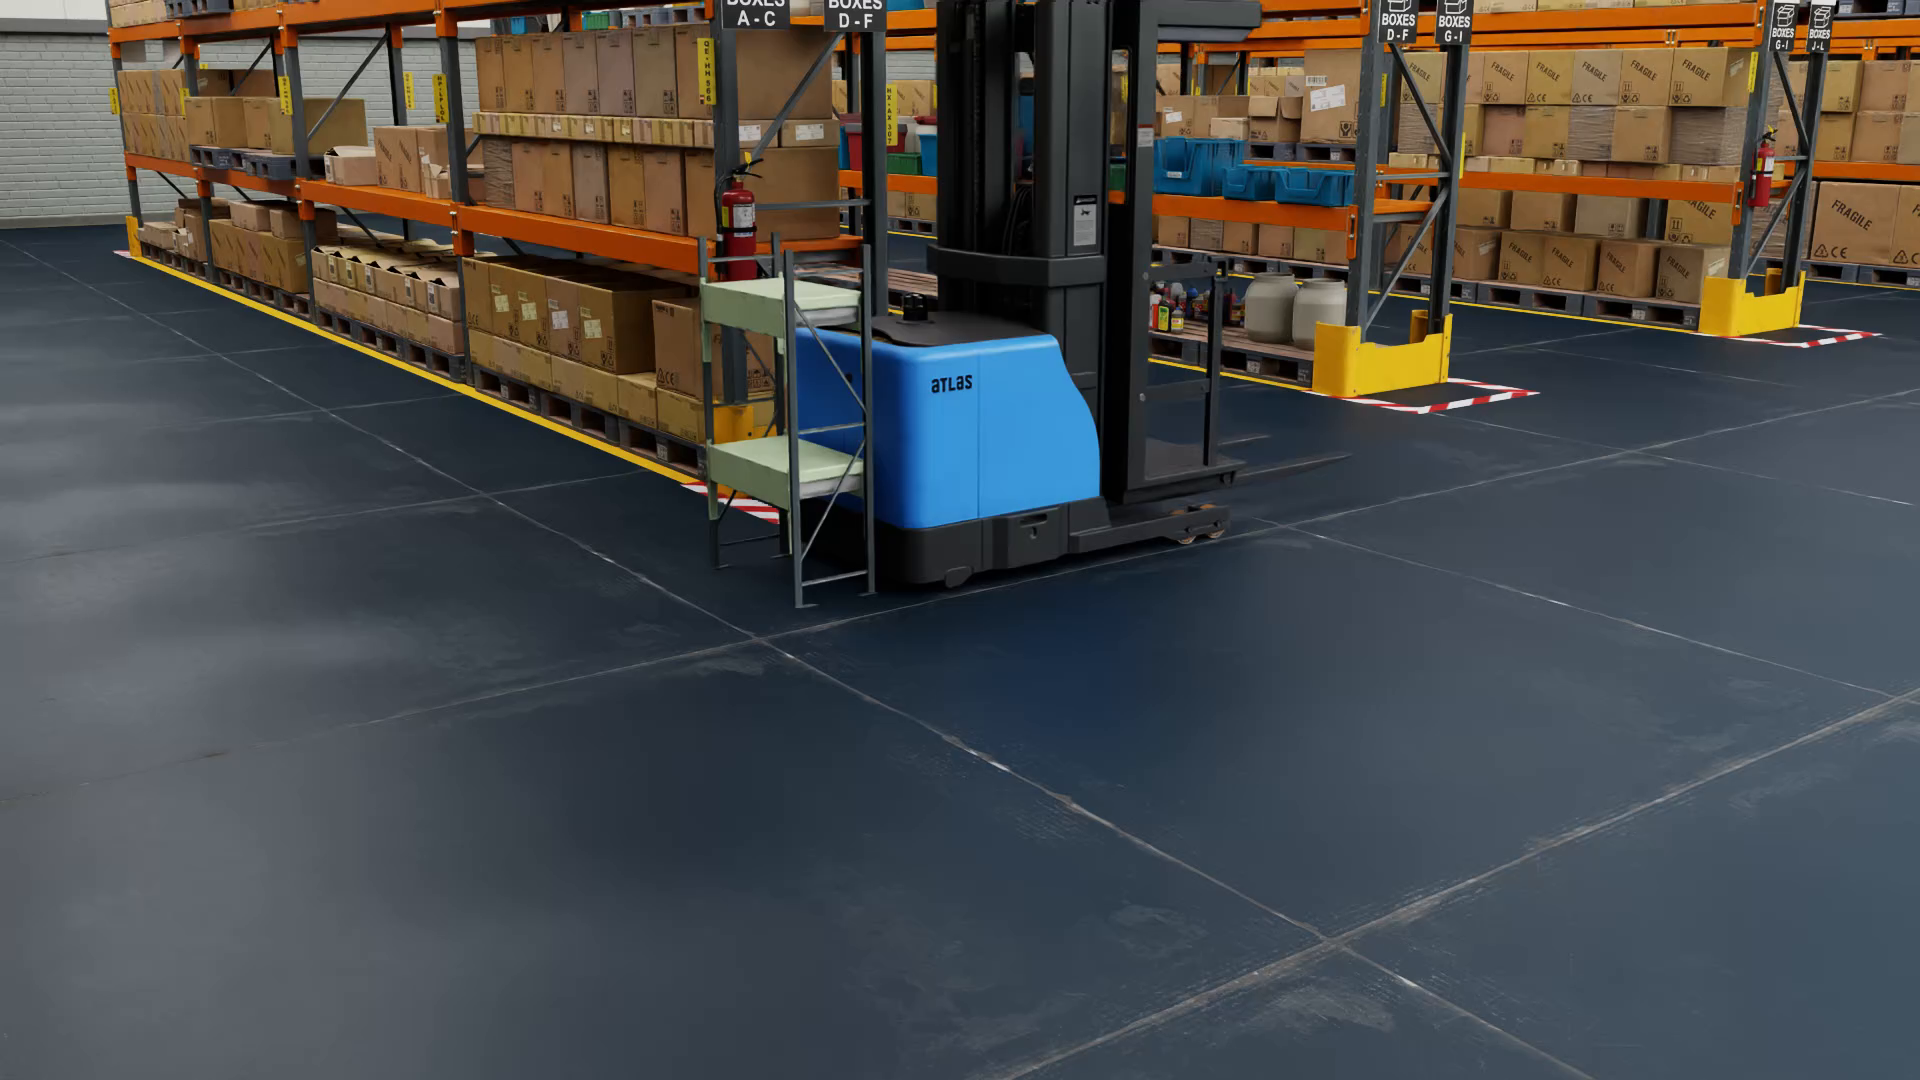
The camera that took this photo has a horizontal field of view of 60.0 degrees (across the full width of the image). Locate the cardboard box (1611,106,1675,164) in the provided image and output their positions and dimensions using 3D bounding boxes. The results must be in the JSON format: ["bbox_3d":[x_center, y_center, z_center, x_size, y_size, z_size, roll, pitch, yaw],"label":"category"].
[{"bbox_3d":[6.483,-3.736,15.291,0.875,0.500,0.500,-11,19,-35],"label":"cardboard box"}]

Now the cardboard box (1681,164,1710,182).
[{"bbox_3d":[6.694,-3.295,14.910,0.380,0.149,0.250,-11,19,-35],"label":"cardboard box"}]

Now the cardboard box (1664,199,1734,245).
[{"bbox_3d":[9.208,-3.969,20.126,0.875,0.875,0.875,-11,19,-34],"label":"cardboard box"}]

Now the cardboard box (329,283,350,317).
[{"bbox_3d":[-5.177,-2.117,14.544,0.500,0.250,0.500,-12,19,-36],"label":"cardboard box"}]

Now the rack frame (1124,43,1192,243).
[{"bbox_3d":[2.471,-5.043,20.818,1.000,3.000,0.127,-11,19,-35],"label":"rack frame"}]

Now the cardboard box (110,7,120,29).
[{"bbox_3d":[-10.151,-6.439,20.523,0.500,0.250,0.500,-11,19,-35],"label":"cardboard box"}]

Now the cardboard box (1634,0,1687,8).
[{"bbox_3d":[6.390,-4.878,14.820,0.500,0.250,0.500,-11,19,-34],"label":"cardboard box"}]

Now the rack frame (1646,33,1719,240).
[{"bbox_3d":[8.894,-4.937,20.431,1.000,3.000,0.127,-11,19,-35],"label":"rack frame"}]

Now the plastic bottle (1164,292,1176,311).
[{"bbox_3d":[1.694,-1.866,13.525,0.061,0.283,0.133,-11,19,-35],"label":"plastic bottle"}]

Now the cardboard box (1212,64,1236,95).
[{"bbox_3d":[4.122,-7.453,26.978,0.500,0.500,0.500,-10,18,-33],"label":"cardboard box"}]

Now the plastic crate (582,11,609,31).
[{"bbox_3d":[-4.681,-6.639,21.285,0.416,0.233,0.300,-11,19,-35],"label":"plastic crate"}]

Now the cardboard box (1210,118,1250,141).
[{"bbox_3d":[3.271,-4.779,19.344,0.500,0.250,0.500,-12,19,-36],"label":"cardboard box"}]

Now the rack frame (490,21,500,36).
[{"bbox_3d":[-6.239,-5.982,24.251,1.000,3.000,0.127,-11,19,-35],"label":"rack frame"}]

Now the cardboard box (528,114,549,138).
[{"bbox_3d":[-2.589,-2.707,10.867,0.380,0.149,0.250,-12,19,-36],"label":"cardboard box"}]

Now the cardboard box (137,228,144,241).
[{"bbox_3d":[-10.280,-3.908,21.241,0.380,0.149,0.250,-11,19,-35],"label":"cardboard box"}]

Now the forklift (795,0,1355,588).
[{"bbox_3d":[0.701,-1.493,7.978,3.031,2.935,1.130,-11,19,-35],"label":"forklift"}]

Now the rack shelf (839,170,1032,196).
[{"bbox_3d":[-0.359,-3.500,16.544,1.077,0.370,4.000,-11,19,-35],"label":"rack shelf"}]

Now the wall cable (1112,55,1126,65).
[{"bbox_3d":[3.589,-10.202,37.745,0.588,1.984,0.122,-11,19,-35],"label":"wall cable"}]

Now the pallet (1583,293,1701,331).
[{"bbox_3d":[6.681,-2.185,15.658,1.003,0.211,1.213,-11,19,-35],"label":"pallet"}]

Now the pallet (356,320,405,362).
[{"bbox_3d":[-4.378,-1.719,13.955,1.003,0.211,1.213,-11,19,-35],"label":"pallet"}]

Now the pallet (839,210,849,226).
[{"bbox_3d":[-1.699,-5.247,26.848,1.003,0.211,1.213,-11,19,-35],"label":"pallet"}]

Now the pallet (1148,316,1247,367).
[{"bbox_3d":[1.899,-1.664,13.756,1.003,0.211,1.213,-11,19,-35],"label":"pallet"}]

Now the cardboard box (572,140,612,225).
[{"bbox_3d":[-2.017,-2.277,10.526,0.700,0.500,0.500,-10,18,-33],"label":"cardboard box"}]

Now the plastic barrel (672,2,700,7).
[{"bbox_3d":[-3.186,-6.705,20.057,0.600,0.588,0.600,0,15,0],"label":"plastic barrel"}]

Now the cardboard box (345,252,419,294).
[{"bbox_3d":[-4.860,-2.275,14.057,0.500,0.311,0.500,-11,19,-36],"label":"cardboard box"}]

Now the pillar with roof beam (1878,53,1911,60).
[{"bbox_3d":[12.513,-9.439,25.516,9.100,9.000,0.400,-11,19,-35],"label":"pillar with roof beam"}]

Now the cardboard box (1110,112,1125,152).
[{"bbox_3d":[1.981,-5.158,21.049,0.500,0.500,0.500,-10,18,-33],"label":"cardboard box"}]

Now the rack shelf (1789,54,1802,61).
[{"bbox_3d":[13.324,-8.879,30.515,1.077,0.370,4.000,-11,19,-35],"label":"rack shelf"}]

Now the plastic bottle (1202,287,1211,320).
[{"bbox_3d":[2.094,-1.992,14.006,0.097,0.271,0.097,0,15,0],"label":"plastic bottle"}]

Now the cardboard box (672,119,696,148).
[{"bbox_3d":[-1.374,-2.266,9.256,0.380,0.149,0.250,-10,18,-33],"label":"cardboard box"}]

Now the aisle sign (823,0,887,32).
[{"bbox_3d":[-0.554,-3.085,8.741,0.394,0.787,0.004,-11,19,-35],"label":"aisle sign"}]

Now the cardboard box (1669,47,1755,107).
[{"bbox_3d":[6.652,-4.087,14.681,0.500,0.500,0.500,-11,19,-35],"label":"cardboard box"}]

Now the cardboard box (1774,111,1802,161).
[{"bbox_3d":[9.685,-4.685,19.226,0.875,0.550,0.550,-11,19,-35],"label":"cardboard box"}]

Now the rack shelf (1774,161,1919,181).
[{"bbox_3d":[10.070,-4.163,18.966,1.077,0.370,4.000,-11,19,-35],"label":"rack shelf"}]

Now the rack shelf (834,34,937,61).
[{"bbox_3d":[-1.057,-7.424,25.198,1.077,0.370,4.000,-11,19,-35],"label":"rack shelf"}]

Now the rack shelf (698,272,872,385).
[{"bbox_3d":[-0.753,-0.916,7.104,0.431,0.370,0.720,-11,19,-35],"label":"rack shelf"}]

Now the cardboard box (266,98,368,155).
[{"bbox_3d":[-6.006,-3.873,15.562,0.500,0.500,0.700,10,18,33],"label":"cardboard box"}]

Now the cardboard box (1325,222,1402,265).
[{"bbox_3d":[4.479,-3.329,18.460,0.700,0.500,0.500,-13,20,-39],"label":"cardboard box"}]

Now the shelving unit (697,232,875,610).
[{"bbox_3d":[-0.753,-0.540,7.207,0.431,1.500,0.755,-11,19,-35],"label":"shelving unit"}]

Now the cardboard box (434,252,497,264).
[{"bbox_3d":[-4.139,-2.253,13.978,0.500,0.311,0.500,-10,18,-33],"label":"cardboard box"}]

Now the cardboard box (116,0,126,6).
[{"bbox_3d":[-9.868,-6.572,20.060,0.500,0.250,0.500,-11,19,-35],"label":"cardboard box"}]

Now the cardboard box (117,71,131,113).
[{"bbox_3d":[-10.200,-5.609,20.803,0.500,0.500,0.500,-10,18,-33],"label":"cardboard box"}]

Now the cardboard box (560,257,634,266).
[{"bbox_3d":[-2.458,-1.716,11.656,0.500,0.500,0.500,-11,19,-35],"label":"cardboard box"}]

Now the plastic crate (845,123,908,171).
[{"bbox_3d":[-0.833,-3.912,16.566,0.402,0.464,0.583,-11,19,-35],"label":"plastic crate"}]

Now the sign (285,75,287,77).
[{"bbox_3d":[-7.449,-5.005,18.488,0.100,0.325,0.005,-11,19,-35],"label":"sign"}]

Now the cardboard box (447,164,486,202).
[{"bbox_3d":[-3.517,-2.678,12.461,0.500,0.250,0.500,-9,18,-31],"label":"cardboard box"}]

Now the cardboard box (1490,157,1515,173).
[{"bbox_3d":[5.461,-3.712,16.431,0.380,0.149,0.250,-11,19,-35],"label":"cardboard box"}]

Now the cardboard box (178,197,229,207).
[{"bbox_3d":[-9.729,-4.143,21.432,0.500,0.500,0.500,-11,19,-35],"label":"cardboard box"}]

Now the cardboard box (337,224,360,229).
[{"bbox_3d":[-6.495,-2.983,17.196,0.500,0.500,0.500,-12,19,-36],"label":"cardboard box"}]

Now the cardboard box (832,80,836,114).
[{"bbox_3d":[-1.875,-6.933,26.023,0.500,0.500,0.500,-11,19,-36],"label":"cardboard box"}]

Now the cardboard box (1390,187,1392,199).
[{"bbox_3d":[5.944,-4.888,24.192,0.500,0.500,0.500,-11,19,-35],"label":"cardboard box"}]

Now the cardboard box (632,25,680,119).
[{"bbox_3d":[-1.449,-2.696,9.597,0.700,0.500,0.500,-11,19,-36],"label":"cardboard box"}]

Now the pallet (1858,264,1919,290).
[{"bbox_3d":[10.713,-2.896,18.258,1.003,0.211,1.213,-11,19,-35],"label":"pallet"}]

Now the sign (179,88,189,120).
[{"bbox_3d":[-8.330,-4.692,17.896,0.100,0.325,0.005,-11,19,-35],"label":"sign"}]

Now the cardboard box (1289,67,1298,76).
[{"bbox_3d":[6.406,-8.794,31.213,0.380,0.149,0.250,-11,19,-34],"label":"cardboard box"}]

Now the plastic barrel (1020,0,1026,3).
[{"bbox_3d":[0.342,-5.183,14.700,0.600,0.901,0.708,-11,19,-35],"label":"plastic barrel"}]

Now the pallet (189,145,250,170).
[{"bbox_3d":[-7.514,-4.080,17.664,1.003,0.211,1.213,-11,19,-35],"label":"pallet"}]
